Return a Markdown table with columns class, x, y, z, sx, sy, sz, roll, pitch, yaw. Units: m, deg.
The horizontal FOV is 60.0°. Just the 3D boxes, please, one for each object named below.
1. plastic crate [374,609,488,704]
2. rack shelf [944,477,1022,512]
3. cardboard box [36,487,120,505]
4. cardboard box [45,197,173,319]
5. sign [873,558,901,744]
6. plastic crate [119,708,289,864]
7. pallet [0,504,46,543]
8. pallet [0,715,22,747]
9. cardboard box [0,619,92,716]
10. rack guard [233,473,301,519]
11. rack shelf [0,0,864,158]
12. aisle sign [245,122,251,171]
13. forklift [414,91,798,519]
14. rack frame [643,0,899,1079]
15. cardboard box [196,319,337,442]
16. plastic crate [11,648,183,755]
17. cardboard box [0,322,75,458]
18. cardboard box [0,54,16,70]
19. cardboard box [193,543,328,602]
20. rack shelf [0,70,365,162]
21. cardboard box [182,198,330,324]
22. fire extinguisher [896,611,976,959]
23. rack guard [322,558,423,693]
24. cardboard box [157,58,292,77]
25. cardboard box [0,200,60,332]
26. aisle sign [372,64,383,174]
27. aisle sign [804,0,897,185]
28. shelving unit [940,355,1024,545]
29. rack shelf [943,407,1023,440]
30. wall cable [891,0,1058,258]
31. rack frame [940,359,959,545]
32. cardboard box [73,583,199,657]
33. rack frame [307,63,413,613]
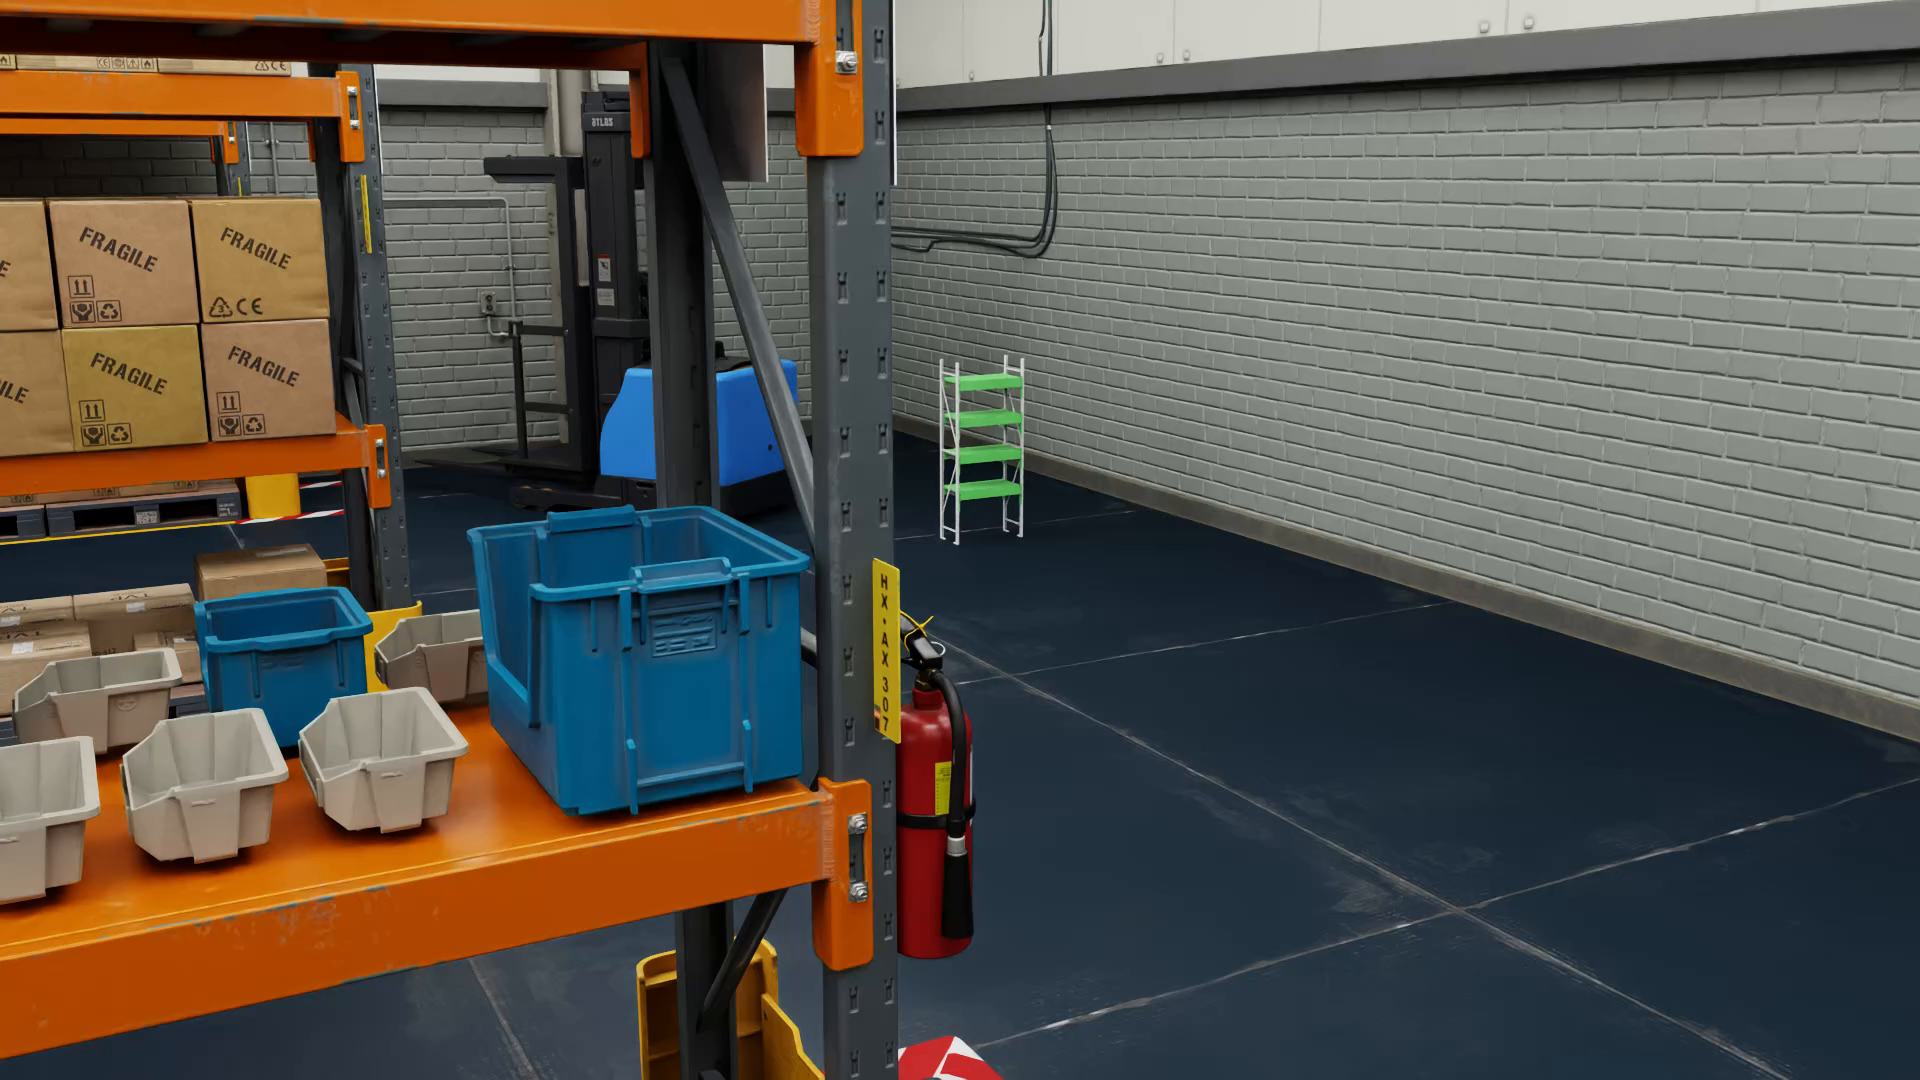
| class | x | y | z | sx | sy | sz | roll | pitch | yaw |
| --- | --- | --- | --- | --- | --- | --- | --- | --- | --- |
| plastic crate | -1.106 | 0.256 | 3.604 | 0.298 | 0.136 | 0.250 | -7 | 14 | -28 |
| rack shelf | 0.145 | -0.306 | 11.122 | 0.480 | 0.148 | 0.258 | -7 | 14 | -28 |
| cardboard box | -6.163 | -0.573 | 11.559 | 0.500 | 0.500 | 0.700 | -7 | 14 | -28 |
| cardboard box | -3.752 | -1.263 | 7.384 | 0.500 | 0.500 | 0.500 | -7 | 14 | -27 |
| sign | -0.133 | 0.201 | 3.012 | 0.005 | 0.325 | 0.100 | -7 | 14 | -28 |
| plastic crate | -1.301 | 0.424 | 2.857 | 0.243 | 0.136 | 0.396 | -7 | 14 | -28 |
| pallet | -6.891 | -0.146 | 11.276 | 1.213 | 0.211 | 1.003 | -7 | 14 | -28 |
| pallet | -4.616 | 0.801 | 7.068 | 1.213 | 0.211 | 1.003 | -7 | 14 | -28 |
| cardboard box | -3.988 | 0.547 | 7.107 | 0.500 | 0.250 | 0.500 | -7 | 14 | -28 |
| rack guard | -5.136 | -0.516 | 12.263 | 0.348 | 0.500 | 1.175 | -7 | 14 | -28 |
| rack shelf | -2.166 | -0.726 | 2.308 | 4.000 | 0.370 | 1.077 | -7 | 14 | -28 |
| aisle sign | -4.951 | -2.951 | 11.469 | 0.004 | 0.787 | 0.394 | -7 | 14 | -28 |
| forklift | -2.708 | -1.736 | 12.147 | 3.031 | 2.935 | 1.130 | 6 | 14 | 27 |
| rack frame | -0.409 | 0.177 | 3.491 | 0.053 | 2.616 | 0.949 | -7 | 14 | -28 |
| cardboard box | -3.043 | -0.728 | 7.284 | 0.500 | 0.500 | 0.500 | -6 | 14 | -26 |
| plastic crate | -1.702 | 0.327 | 3.286 | 0.298 | 0.136 | 0.250 | -7 | 14 | -28 |
| cardboard box | -3.938 | -0.621 | 6.810 | 0.500 | 0.500 | 0.500 | -7 | 14 | -27 |
| cardboard box | -3.982 | -1.958 | 6.489 | 0.500 | 0.250 | 0.500 | -7 | 14 | -28 |
| cardboard box | -3.140 | 0.331 | 7.498 | 0.500 | 0.500 | 0.500 | -7 | 14 | -28 |
| rack shelf | -4.536 | -1.681 | 6.552 | 4.000 | 0.370 | 1.077 | -7 | 14 | -28 |
| cardboard box | -3.040 | -1.215 | 7.173 | 0.500 | 0.500 | 0.500 | -7 | 14 | -28 |
| fire extinguisher | -0.060 | 0.468 | 3.225 | 0.183 | 0.674 | 0.296 | -7 | 14 | -28 |
| rack guard | -2.847 | 0.449 | 7.976 | 0.348 | 0.500 | 1.175 | -7 | 14 | -28 |
| cardboard box | -3.105 | -2.064 | 6.958 | 0.500 | 0.250 | 0.500 | -7 | 14 | -28 |
| cardboard box | -3.935 | -1.107 | 6.690 | 0.500 | 0.500 | 0.500 | -6 | 14 | -26 |
| aisle sign | -2.574 | -1.995 | 7.221 | 0.004 | 0.787 | 0.394 | -7 | 14 | -28 |
| aisle sign | -0.207 | -1.043 | 2.991 | 0.004 | 0.787 | 0.394 | -7 | 14 | -28 |
| shelving unit | 0.145 | -0.603 | 11.055 | 0.503 | 1.200 | 0.258 | -7 | 14 | -28 |
| rack shelf | 0.145 | -0.775 | 11.016 | 0.480 | 0.148 | 0.258 | -7 | 14 | -28 |
| wall cable | -0.022 | -3.671 | 13.997 | 0.112 | 2.526 | 3.097 | -7 | 14 | -28 |
| rack frame | -0.069 | -0.577 | 10.941 | 0.015 | 1.200 | 0.240 | -7 | 14 | -28 |
| cardboard box | -3.833 | 0.403 | 7.746 | 0.500 | 0.250 | 0.500 | -7 | 14 | -28 |
| rack frame | -2.781 | -0.779 | 7.737 | 0.127 | 3.000 | 1.000 | -7 | 14 | -28 |
